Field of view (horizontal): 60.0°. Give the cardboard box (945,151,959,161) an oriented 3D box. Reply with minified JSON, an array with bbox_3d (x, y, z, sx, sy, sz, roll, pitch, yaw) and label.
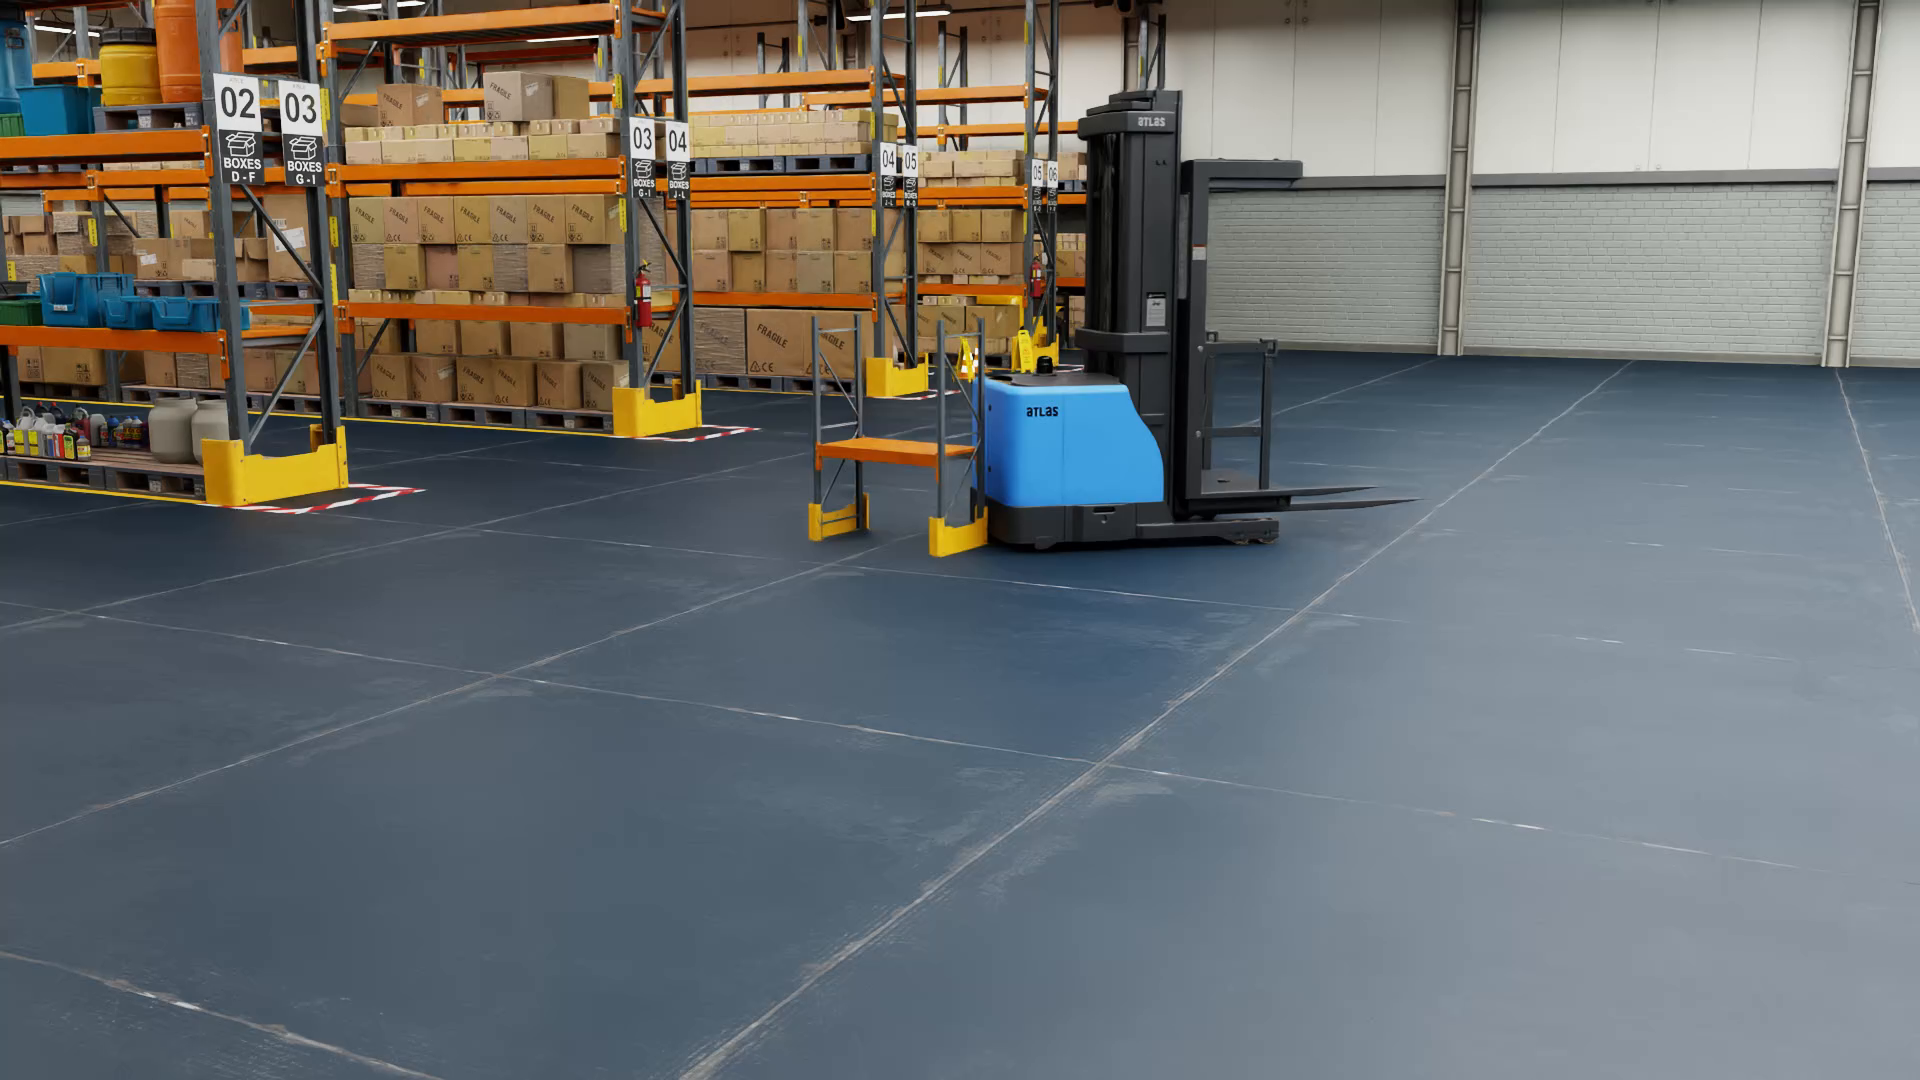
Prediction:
[{"bbox_3d":[-0.045,-6.026,26.150,0.250,0.149,0.380,5,11,26],"label":"cardboard box"}]

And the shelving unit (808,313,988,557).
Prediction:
[{"bbox_3d":[-0.417,-0.725,11.024,1.083,1.500,0.587,7,12,34],"label":"shelving unit"}]

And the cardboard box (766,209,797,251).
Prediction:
[{"bbox_3d":[-2.130,-4.146,22.265,0.550,0.550,0.875,5,11,26],"label":"cardboard box"}]

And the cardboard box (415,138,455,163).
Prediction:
[{"bbox_3d":[-5.503,-4.187,17.938,0.500,0.250,0.500,5,11,24],"label":"cardboard box"}]

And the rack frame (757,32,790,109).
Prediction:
[{"bbox_3d":[-3.720,-8.585,33.400,0.127,3.000,1.000,5,11,26],"label":"rack frame"}]

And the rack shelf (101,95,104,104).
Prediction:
[{"bbox_3d":[-13.393,-7.111,27.282,4.000,0.370,1.077,5,11,26],"label":"rack shelf"}]

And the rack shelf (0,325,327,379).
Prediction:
[{"bbox_3d":[-7.109,-1.640,13.888,4.000,0.370,1.077,5,11,26],"label":"rack shelf"}]

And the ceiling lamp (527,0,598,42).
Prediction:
[{"bbox_3d":[-7.528,-11.356,32.317,2.000,3.185,0.800,5,11,26],"label":"ceiling lamp"}]

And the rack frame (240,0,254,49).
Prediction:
[{"bbox_3d":[-11.600,-7.309,26.347,0.127,3.000,1.000,5,11,26],"label":"rack frame"}]

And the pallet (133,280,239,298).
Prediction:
[{"bbox_3d":[-9.612,-3.124,20.608,1.003,0.211,1.213,5,11,26],"label":"pallet"}]

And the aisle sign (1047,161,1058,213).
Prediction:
[{"bbox_3d":[1.454,-5.534,26.084,0.004,0.787,0.394,5,11,26],"label":"aisle sign"}]

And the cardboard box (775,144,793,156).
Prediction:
[{"bbox_3d":[-2.200,-5.072,21.655,0.250,0.149,0.380,5,11,25],"label":"cardboard box"}]

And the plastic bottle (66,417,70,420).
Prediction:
[{"bbox_3d":[-7.861,-1.005,14.754,0.133,0.283,0.061,6,12,30],"label":"plastic bottle"}]

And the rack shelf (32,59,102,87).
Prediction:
[{"bbox_3d":[-12.091,-5.816,21.243,4.000,0.370,1.077,5,11,26],"label":"rack shelf"}]

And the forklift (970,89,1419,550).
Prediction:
[{"bbox_3d":[1.644,-1.498,11.277,3.031,2.935,1.130,-3,11,-14],"label":"forklift"}]

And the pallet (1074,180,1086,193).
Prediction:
[{"bbox_3d":[2.832,-6.495,30.522,1.213,0.211,1.003,5,11,26],"label":"pallet"}]

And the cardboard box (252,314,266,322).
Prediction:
[{"bbox_3d":[-11.054,-3.602,26.445,0.500,0.250,0.500,4,11,23],"label":"cardboard box"}]

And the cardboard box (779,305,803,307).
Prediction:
[{"bbox_3d":[-3.167,-4.620,33.824,0.625,0.625,0.875,5,12,28],"label":"cardboard box"}]

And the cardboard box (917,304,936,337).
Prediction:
[{"bbox_3d":[-0.492,-3.536,26.778,0.500,0.500,0.500,5,11,24],"label":"cardboard box"}]

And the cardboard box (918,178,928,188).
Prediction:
[{"bbox_3d":[-0.580,-5.660,26.362,0.250,0.149,0.380,5,11,25],"label":"cardboard box"}]

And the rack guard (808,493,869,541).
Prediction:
[{"bbox_3d":[-0.828,-0.160,11.411,0.087,0.250,0.587,7,12,34],"label":"rack guard"}]

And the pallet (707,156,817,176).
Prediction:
[{"bbox_3d":[-2.606,-4.996,22.241,1.213,0.211,1.003,5,11,26],"label":"pallet"}]

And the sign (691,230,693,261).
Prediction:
[{"bbox_3d":[-2.884,-3.140,17.726,0.005,0.325,0.100,5,11,26],"label":"sign"}]

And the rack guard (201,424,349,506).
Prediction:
[{"bbox_3d":[-5.404,-0.605,13.167,0.348,0.500,1.175,5,11,26],"label":"rack guard"}]

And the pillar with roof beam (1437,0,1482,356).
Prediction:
[{"bbox_3d":[6.704,-6.993,24.604,0.400,9.000,9.100,5,11,26],"label":"pillar with roof beam"}]

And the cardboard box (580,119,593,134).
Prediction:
[{"bbox_3d":[-3.692,-4.237,17.097,0.250,0.149,0.380,5,11,24],"label":"cardboard box"}]

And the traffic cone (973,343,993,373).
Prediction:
[{"bbox_3d":[0.305,-2.789,25.344,0.334,0.463,0.336,5,11,26],"label":"traffic cone"}]

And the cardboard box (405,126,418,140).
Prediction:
[{"bbox_3d":[-5.813,-4.419,18.101,0.250,0.149,0.380,5,12,28],"label":"cardboard box"}]

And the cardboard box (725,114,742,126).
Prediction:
[{"bbox_3d":[-2.885,-5.524,21.915,0.250,0.149,0.380,5,11,26],"label":"cardboard box"}]

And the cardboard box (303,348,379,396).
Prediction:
[{"bbox_3d":[-7.252,-1.981,19.535,0.500,0.500,0.700,4,11,21],"label":"cardboard box"}]

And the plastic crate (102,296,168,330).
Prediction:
[{"bbox_3d":[-6.476,-1.807,13.208,0.408,0.251,0.499,5,11,26],"label":"plastic crate"}]

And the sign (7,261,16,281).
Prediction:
[{"bbox_3d":[-8.649,-2.375,15.151,0.005,0.325,0.100,5,11,26],"label":"sign"}]

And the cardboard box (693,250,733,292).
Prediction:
[{"bbox_3d":[-3.154,-3.672,22.676,0.550,0.550,0.875,5,11,26],"label":"cardboard box"}]

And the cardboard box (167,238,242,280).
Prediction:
[{"bbox_3d":[-9.251,-3.449,20.406,0.500,0.500,0.700,7,12,34],"label":"cardboard box"}]

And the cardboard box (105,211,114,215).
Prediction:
[{"bbox_3d":[-13.990,-5.199,27.609,0.500,0.500,0.500,5,11,25],"label":"cardboard box"}]

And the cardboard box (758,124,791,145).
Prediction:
[{"bbox_3d":[-2.299,-5.289,21.735,0.500,0.250,0.500,5,11,25],"label":"cardboard box"}]

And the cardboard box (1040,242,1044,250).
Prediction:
[{"bbox_3d":[1.674,-5.485,31.013,0.250,0.149,0.380,5,11,25],"label":"cardboard box"}]

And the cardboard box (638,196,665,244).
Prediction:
[{"bbox_3d":[-3.496,-3.402,17.679,0.500,0.500,0.500,5,11,26],"label":"cardboard box"}]

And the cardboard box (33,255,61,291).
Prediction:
[{"bbox_3d":[-11.295,-3.346,21.017,0.500,0.500,0.500,5,11,25],"label":"cardboard box"}]

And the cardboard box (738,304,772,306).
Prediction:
[{"bbox_3d":[-4.194,-4.609,34.113,0.500,0.500,0.500,5,12,27],"label":"cardboard box"}]

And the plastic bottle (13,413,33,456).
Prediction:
[{"bbox_3d":[-7.811,-0.886,13.906,0.185,0.351,0.144,5,11,25],"label":"plastic bottle"}]

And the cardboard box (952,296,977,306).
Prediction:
[{"bbox_3d":[0.069,-3.791,26.371,0.250,0.149,0.380,5,12,27],"label":"cardboard box"}]

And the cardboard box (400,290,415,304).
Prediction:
[{"bbox_3d":[-5.968,-2.699,18.423,0.250,0.149,0.380,5,11,26],"label":"cardboard box"}]

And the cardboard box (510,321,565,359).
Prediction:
[{"bbox_3d":[-5.885,-2.937,24.176,0.750,0.750,1.050,5,11,26],"label":"cardboard box"}]

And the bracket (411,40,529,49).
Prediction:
[{"bbox_3d":[-10.373,-11.050,36.908,4.783,0.066,0.076,5,11,26],"label":"bracket"}]

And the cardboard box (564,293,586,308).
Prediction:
[{"bbox_3d":[-3.941,-2.524,17.461,0.250,0.149,0.380,5,11,26],"label":"cardboard box"}]

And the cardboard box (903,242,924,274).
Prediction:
[{"bbox_3d":[-0.688,-4.527,26.707,0.500,0.500,0.500,5,11,26],"label":"cardboard box"}]

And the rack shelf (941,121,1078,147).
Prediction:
[{"bbox_3d":[1.661,-7.562,30.887,4.000,0.370,1.077,5,11,26],"label":"rack shelf"}]

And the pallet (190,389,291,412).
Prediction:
[{"bbox_3d":[-8.508,-1.727,20.181,1.213,0.211,1.003,5,11,26],"label":"pallet"}]

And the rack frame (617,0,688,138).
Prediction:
[{"bbox_3d":[-3.124,-5.579,16.790,0.127,3.000,1.000,5,11,26],"label":"rack frame"}]

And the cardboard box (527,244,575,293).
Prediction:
[{"bbox_3d":[-4.106,-2.891,17.664,0.500,0.500,0.875,5,11,26],"label":"cardboard box"}]

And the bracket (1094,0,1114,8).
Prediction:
[{"bbox_3d":[2.699,-9.901,30.562,0.430,0.232,0.235,5,11,26],"label":"bracket"}]

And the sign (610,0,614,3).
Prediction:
[{"bbox_3d":[-4.655,-7.090,22.290,0.005,0.325,0.100,5,11,26],"label":"sign"}]
